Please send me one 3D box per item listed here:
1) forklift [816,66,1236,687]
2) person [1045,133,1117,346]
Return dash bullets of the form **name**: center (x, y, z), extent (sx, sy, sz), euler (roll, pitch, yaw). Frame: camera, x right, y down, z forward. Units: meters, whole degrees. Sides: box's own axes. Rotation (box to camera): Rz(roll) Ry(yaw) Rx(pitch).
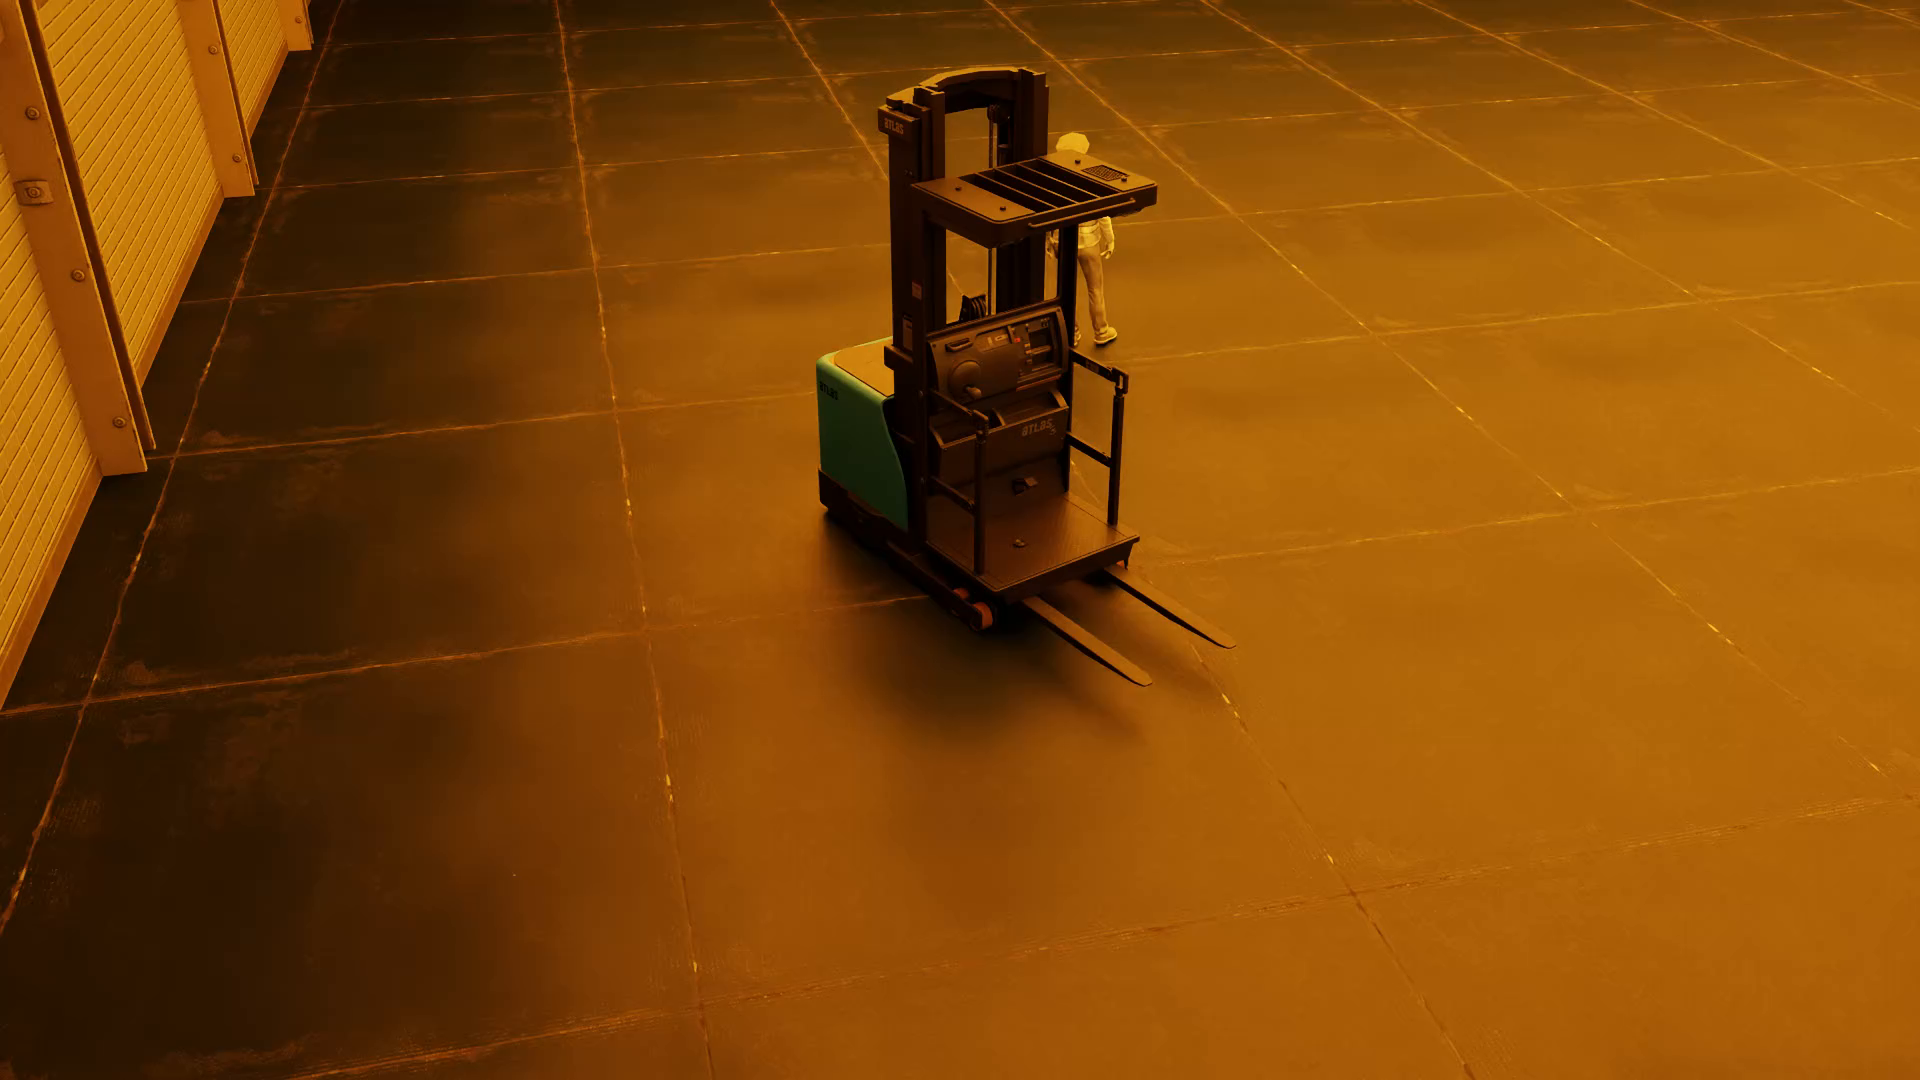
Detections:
- **forklift**: center (0.355, -1.021, 9.338), extent (1.130, 2.935, 3.031), euler (-20, 35, -30)
- **person**: center (0.911, -2.304, 12.774), extent (0.588, 1.697, 0.534), euler (9, 31, 15)
